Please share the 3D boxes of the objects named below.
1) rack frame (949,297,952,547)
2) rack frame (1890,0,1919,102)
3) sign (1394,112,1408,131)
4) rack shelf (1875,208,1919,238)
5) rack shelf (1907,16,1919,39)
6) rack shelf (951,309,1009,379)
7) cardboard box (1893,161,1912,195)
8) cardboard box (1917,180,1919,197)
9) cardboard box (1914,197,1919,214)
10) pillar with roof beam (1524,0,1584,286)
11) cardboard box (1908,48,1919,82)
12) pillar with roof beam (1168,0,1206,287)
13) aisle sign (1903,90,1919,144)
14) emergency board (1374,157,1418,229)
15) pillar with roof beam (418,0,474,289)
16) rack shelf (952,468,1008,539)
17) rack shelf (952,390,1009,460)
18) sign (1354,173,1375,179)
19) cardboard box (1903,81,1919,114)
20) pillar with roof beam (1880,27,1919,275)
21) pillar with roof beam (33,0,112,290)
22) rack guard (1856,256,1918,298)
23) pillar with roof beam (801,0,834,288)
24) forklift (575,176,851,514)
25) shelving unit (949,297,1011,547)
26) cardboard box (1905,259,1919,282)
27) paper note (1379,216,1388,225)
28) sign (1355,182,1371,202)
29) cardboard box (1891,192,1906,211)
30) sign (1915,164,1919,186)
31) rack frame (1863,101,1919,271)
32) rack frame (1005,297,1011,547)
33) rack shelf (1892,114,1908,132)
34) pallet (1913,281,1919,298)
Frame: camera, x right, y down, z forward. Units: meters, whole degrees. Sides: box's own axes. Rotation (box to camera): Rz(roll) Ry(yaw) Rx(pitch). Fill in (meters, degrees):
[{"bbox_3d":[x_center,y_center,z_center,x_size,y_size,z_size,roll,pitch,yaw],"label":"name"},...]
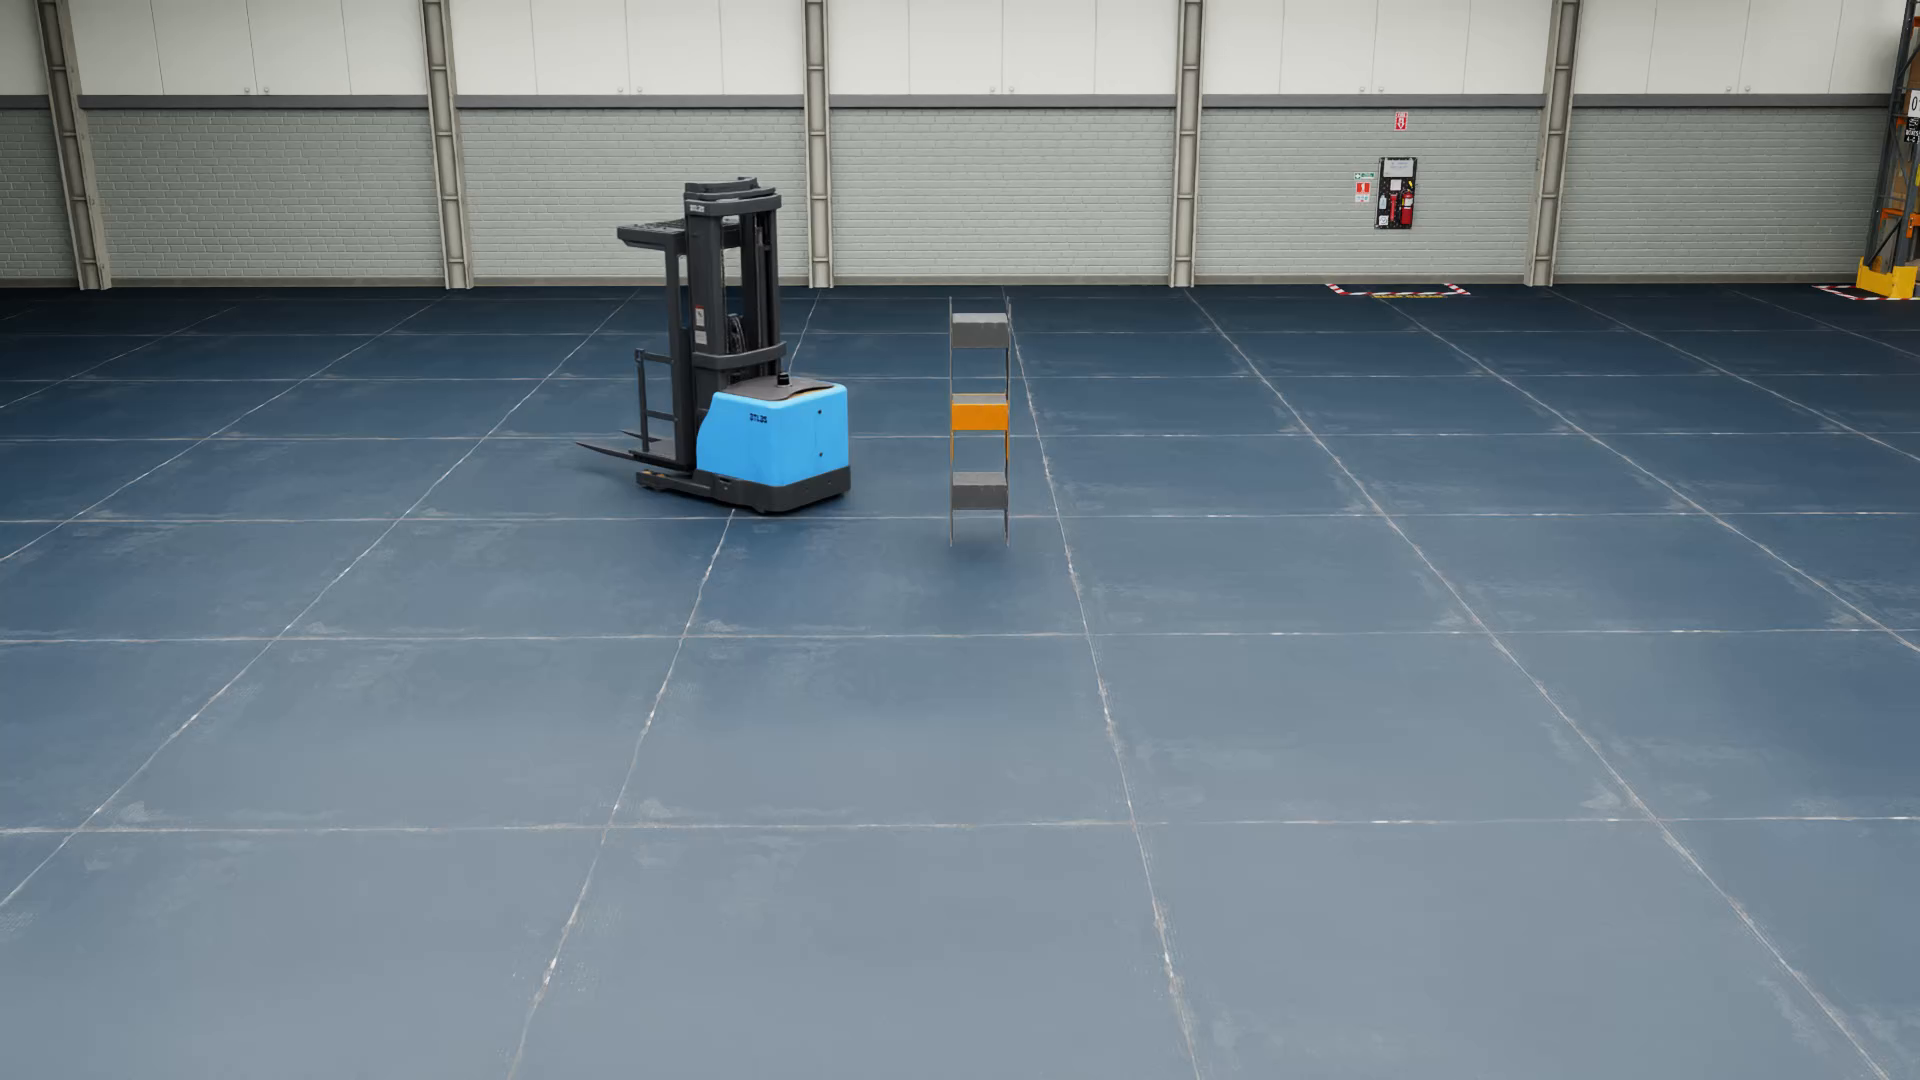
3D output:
[{"bbox_3d":[-0.078,-0.999,14.226,0.015,2.100,0.400,0,18,-1],"label":"rack frame"},{"bbox_3d":[15.006,-8.330,25.782,0.127,3.000,1.000,0,18,-1],"label":"rack frame"},{"bbox_3d":[7.212,-6.846,27.182,0.199,0.298,0.001,0,18,-1],"label":"sign"},{"bbox_3d":[17.006,-5.140,26.838,4.000,0.370,1.077,0,18,-1],"label":"rack shelf"},{"bbox_3d":[17.006,-7.995,25.922,4.000,0.370,1.077,0,18,-1],"label":"rack shelf"},{"bbox_3d":[0.166,-1.654,14.020,0.480,0.518,0.431,0,18,-1],"label":"rack shelf"},{"bbox_3d":[15.474,-5.835,26.813,0.500,0.500,0.500,0,18,-1],"label":"cardboard box"},{"bbox_3d":[15.489,-5.679,26.324,0.500,0.500,0.500,0,18,-1],"label":"cardboard box"},{"bbox_3d":[15.499,-5.317,26.423,0.500,0.250,0.500,-1,18,-2],"label":"cardboard box"},{"bbox_3d":[9.761,-7.253,22.427,0.400,9.000,9.100,0,18,-1],"label":"pillar with roof beam"},{"bbox_3d":[15.433,-7.516,26.324,0.500,0.500,0.500,1,18,2],"label":"cardboard box"},{"bbox_3d":[3.762,-7.225,22.337,0.400,9.000,9.100,0,18,-1],"label":"pillar with roof beam"},{"bbox_3d":[14.939,-6.619,26.014,0.004,0.787,0.394,0,18,-1],"label":"aisle sign"},{"bbox_3d":[7.222,-5.711,27.441,0.643,1.169,0.194,0,18,-1],"label":"emergency board"},{"bbox_3d":[-8.236,-7.167,22.156,0.400,9.000,9.100,0,18,-1],"label":"pillar with roof beam"},{"bbox_3d":[0.166,-0.321,14.447,0.480,0.518,0.431,0,18,-1],"label":"rack shelf"},{"bbox_3d":[0.166,-0.988,14.233,0.480,0.518,0.431,0,18,-1],"label":"rack shelf"},{"bbox_3d":[6.672,-6.007,27.436,0.331,0.109,0.001,0,18,-1],"label":"sign"},{"bbox_3d":[15.420,-7.038,26.469,0.500,0.500,0.500,1,18,3],"label":"cardboard box"},{"bbox_3d":[15.761,-7.282,22.517,0.400,9.000,9.100,0,18,-1],"label":"pillar with roof beam"},{"bbox_3d":[-14.236,-7.138,22.066,0.400,9.000,9.100,0,18,-1],"label":"pillar with roof beam"},{"bbox_3d":[15.082,-4.283,27.081,0.348,0.500,1.175,0,18,-1],"label":"rack guard"},{"bbox_3d":[-2.237,-7.196,22.246,0.400,9.000,9.100,0,18,-1],"label":"pillar with roof beam"},{"bbox_3d":[-2.517,-1.977,15.912,3.031,2.935,1.130,13,22,36],"label":"forklift"},{"bbox_3d":[0.166,-1.001,14.229,0.503,2.100,0.431,0,18,-1],"label":"shelving unit"},{"bbox_3d":[15.700,-4.378,26.966,0.500,0.311,0.500,-2,18,-7],"label":"cardboard box"},{"bbox_3d":[7.044,-5.312,27.639,0.142,0.148,0.016,0,18,-1],"label":"paper note"},{"bbox_3d":[6.667,-5.757,27.526,0.234,0.329,0.001,0,18,-1],"label":"sign"},{"bbox_3d":[15.471,-5.473,26.910,0.500,0.250,0.500,0,18,0],"label":"cardboard box"},{"bbox_3d":[15.015,-5.720,26.049,0.005,0.325,0.100,0,18,-1],"label":"sign"},{"bbox_3d":[15.006,-5.473,26.698,0.127,3.000,1.000,0,18,-1],"label":"rack frame"},{"bbox_3d":[0.409,-1.002,14.233,0.015,2.100,0.400,0,18,-1],"label":"rack frame"},{"bbox_3d":[17.006,-6.568,26.380,4.000,0.370,1.077,0,18,-1],"label":"rack shelf"},{"bbox_3d":[15.895,-4.139,27.104,1.213,0.211,1.003,0,18,-1],"label":"pallet"}]
